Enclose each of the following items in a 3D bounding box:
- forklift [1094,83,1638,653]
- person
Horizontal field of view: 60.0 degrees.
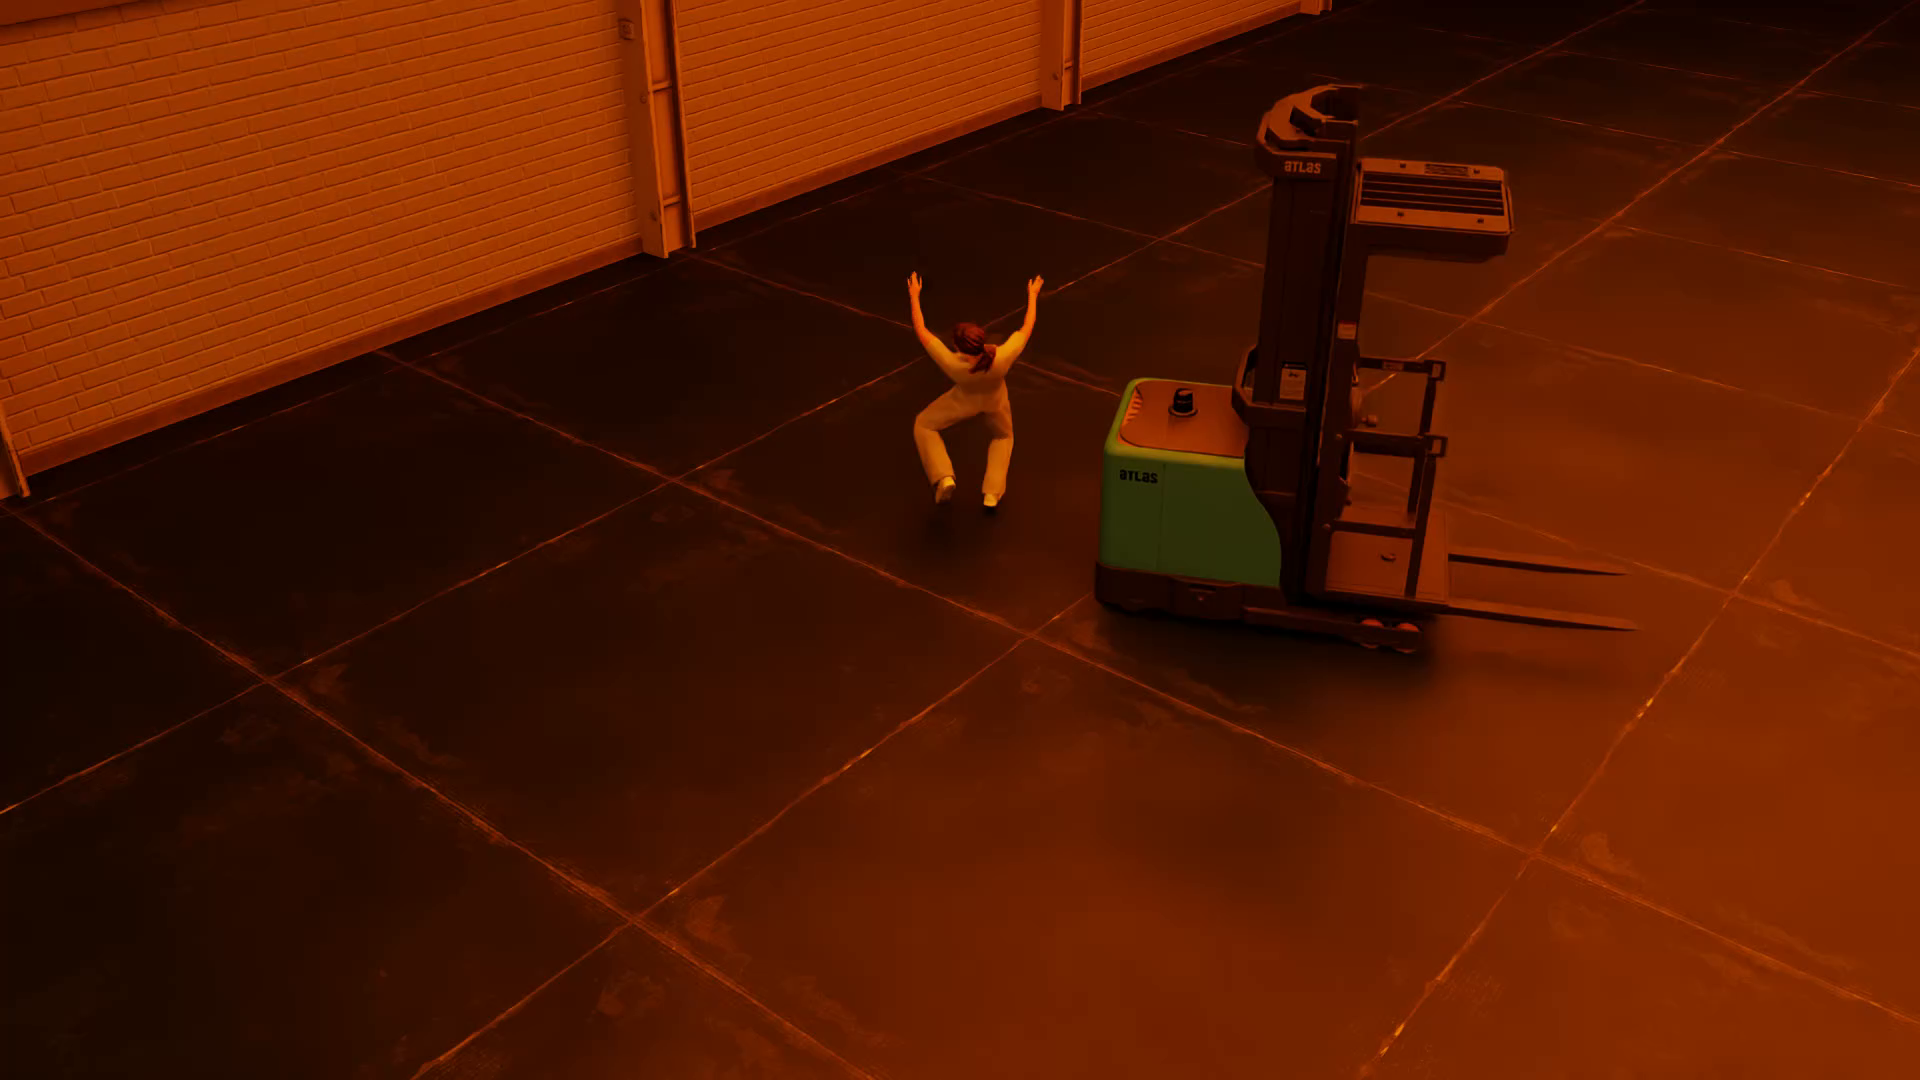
[{"bbox_3d":[2.367,-0.923,9.174,3.031,2.935,1.130,7,31,12],"label":"forklift"},{"bbox_3d":[0.131,-0.921,10.510,0.880,1.556,0.692,-5,31,-8],"label":"person"}]
